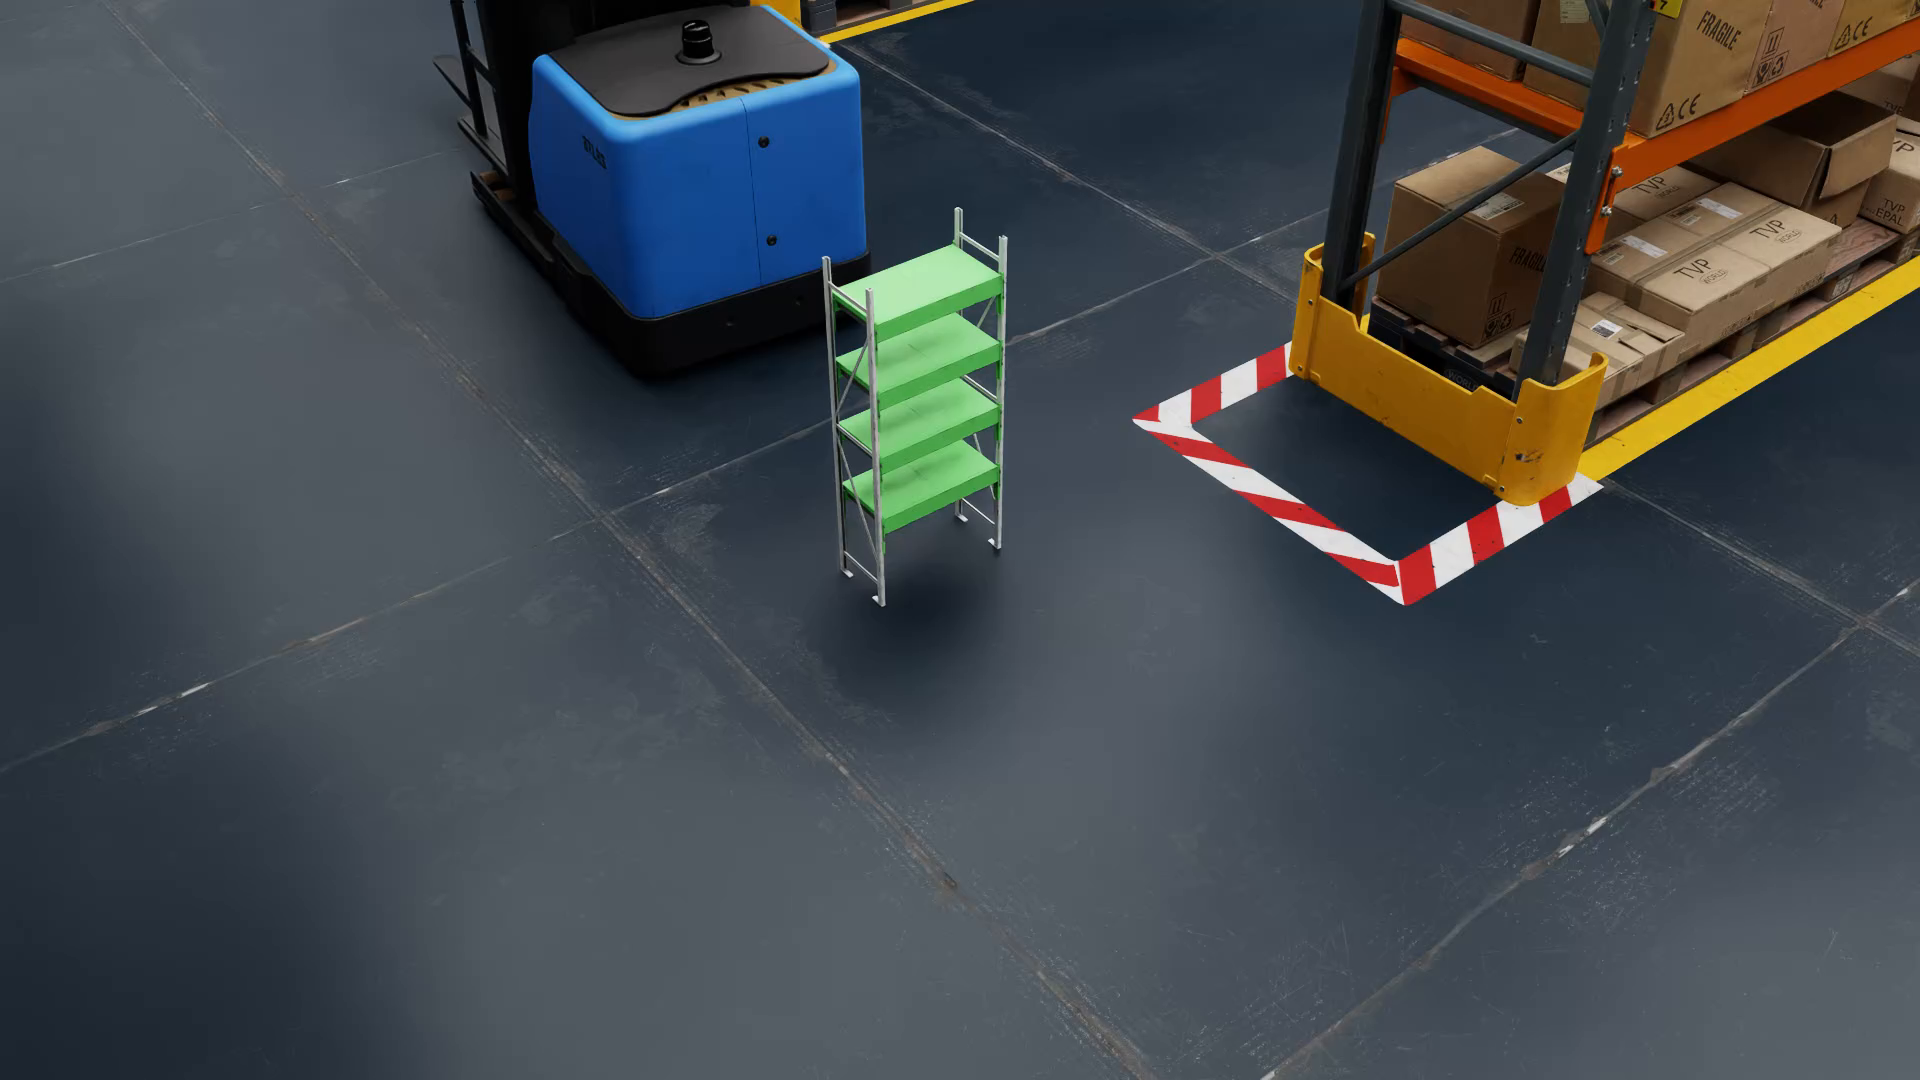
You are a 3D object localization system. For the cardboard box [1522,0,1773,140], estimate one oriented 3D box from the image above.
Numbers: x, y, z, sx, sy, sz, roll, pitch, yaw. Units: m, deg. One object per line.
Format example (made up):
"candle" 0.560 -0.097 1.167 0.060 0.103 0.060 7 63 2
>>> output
"cardboard box" 2.218 -1.670 5.342 0.500 0.500 0.500 -25 46 -27

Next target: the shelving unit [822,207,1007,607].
"shelving unit" -0.131 -0.400 5.291 0.503 1.200 0.258 -26 46 -28

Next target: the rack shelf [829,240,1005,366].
"rack shelf" -0.131 -0.722 5.028 0.480 0.148 0.258 -26 46 -28

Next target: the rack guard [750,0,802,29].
"rack guard" -1.321 -3.103 9.138 0.348 0.500 1.175 -26 46 -28

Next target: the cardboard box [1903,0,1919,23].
"cardboard box" 3.421 -2.257 6.057 0.500 0.500 0.500 -25 46 -28

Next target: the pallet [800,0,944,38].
"pallet" -0.633 -3.306 9.614 1.213 0.211 1.003 -26 46 -28

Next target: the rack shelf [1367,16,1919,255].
"rack shelf" 3.291 -2.087 6.497 4.000 0.370 1.077 -26 46 -28

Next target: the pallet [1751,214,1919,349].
"pallet" 3.364 -1.321 7.194 1.213 0.211 1.003 -26 46 -28

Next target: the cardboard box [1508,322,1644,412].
"cardboard box" 2.247 -0.649 6.077 0.250 0.149 0.380 -26 46 -28

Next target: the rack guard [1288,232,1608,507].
"rack guard" 1.766 -0.655 6.155 0.348 0.500 1.175 -26 46 -28

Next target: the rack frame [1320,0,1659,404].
"rack frame" 1.705 -1.592 5.326 0.127 3.000 1.000 -26 46 -28

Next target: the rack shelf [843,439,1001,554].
"rack shelf" -0.131 -0.165 5.484 0.480 0.148 0.258 -26 46 -28

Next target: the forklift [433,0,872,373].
"forklift" -1.564 -2.686 6.713 1.130 2.935 3.031 -22 44 -24

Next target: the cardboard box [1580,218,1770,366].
"cardboard box" 2.706 -0.960 6.377 0.500 0.250 0.500 -26 46 -28

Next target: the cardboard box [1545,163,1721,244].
"cardboard box" 2.758 -1.386 6.895 0.500 0.250 0.500 -26 46 -28

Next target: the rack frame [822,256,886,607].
"rack frame" -0.325 -0.306 5.177 0.015 1.200 0.240 -26 46 -28

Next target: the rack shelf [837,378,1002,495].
"rack shelf" -0.131 -0.351 5.332 0.480 0.148 0.258 -26 46 -28

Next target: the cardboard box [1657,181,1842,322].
"cardboard box" 3.102 -1.153 6.612 0.500 0.250 0.500 -26 46 -28

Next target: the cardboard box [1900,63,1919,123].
"cardboard box" 4.598 -1.979 7.422 0.500 0.500 0.500 -26 46 -28

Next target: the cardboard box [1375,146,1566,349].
"cardboard box" 1.986 -1.130 6.387 0.500 0.500 0.500 -26 46 -28

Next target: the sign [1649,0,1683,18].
"sign" 2.036 -1.654 4.719 0.005 0.325 0.100 -26 46 -28

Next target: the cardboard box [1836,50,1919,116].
"cardboard box" 4.412 -2.215 7.859 0.500 0.311 0.500 -26 46 -28

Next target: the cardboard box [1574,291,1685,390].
"cardboard box" 2.445 -0.753 6.190 0.250 0.166 0.380 -26 46 -28

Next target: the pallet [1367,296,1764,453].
"pallet" 2.397 -0.852 6.623 1.213 0.211 1.003 -26 46 -28

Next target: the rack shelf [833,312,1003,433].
"rack shelf" -0.131 -0.536 5.180 0.480 0.148 0.258 -26 46 -28

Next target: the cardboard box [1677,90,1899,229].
"cardboard box" 3.390 -1.615 6.975 0.637 0.503 0.797 -26 46 -28

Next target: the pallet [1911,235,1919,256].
"pallet" 4.332 -1.795 7.772 1.213 0.211 1.003 -26 46 -28

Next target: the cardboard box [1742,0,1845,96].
"cardboard box" 2.624 -1.872 5.588 0.500 0.500 0.500 -26 46 -28

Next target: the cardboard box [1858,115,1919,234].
"cardboard box" 4.003 -1.616 7.128 0.500 0.311 0.500 -26 46 -28

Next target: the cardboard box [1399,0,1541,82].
"cardboard box" 1.895 -1.941 5.672 0.500 0.500 0.500 -25 45 -27

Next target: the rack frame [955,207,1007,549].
"rack frame" 0.062 -0.494 5.406 0.015 1.200 0.240 -26 46 -28

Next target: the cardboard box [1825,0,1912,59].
"cardboard box" 3.023 -2.065 5.823 0.500 0.500 0.500 -26 46 -28
